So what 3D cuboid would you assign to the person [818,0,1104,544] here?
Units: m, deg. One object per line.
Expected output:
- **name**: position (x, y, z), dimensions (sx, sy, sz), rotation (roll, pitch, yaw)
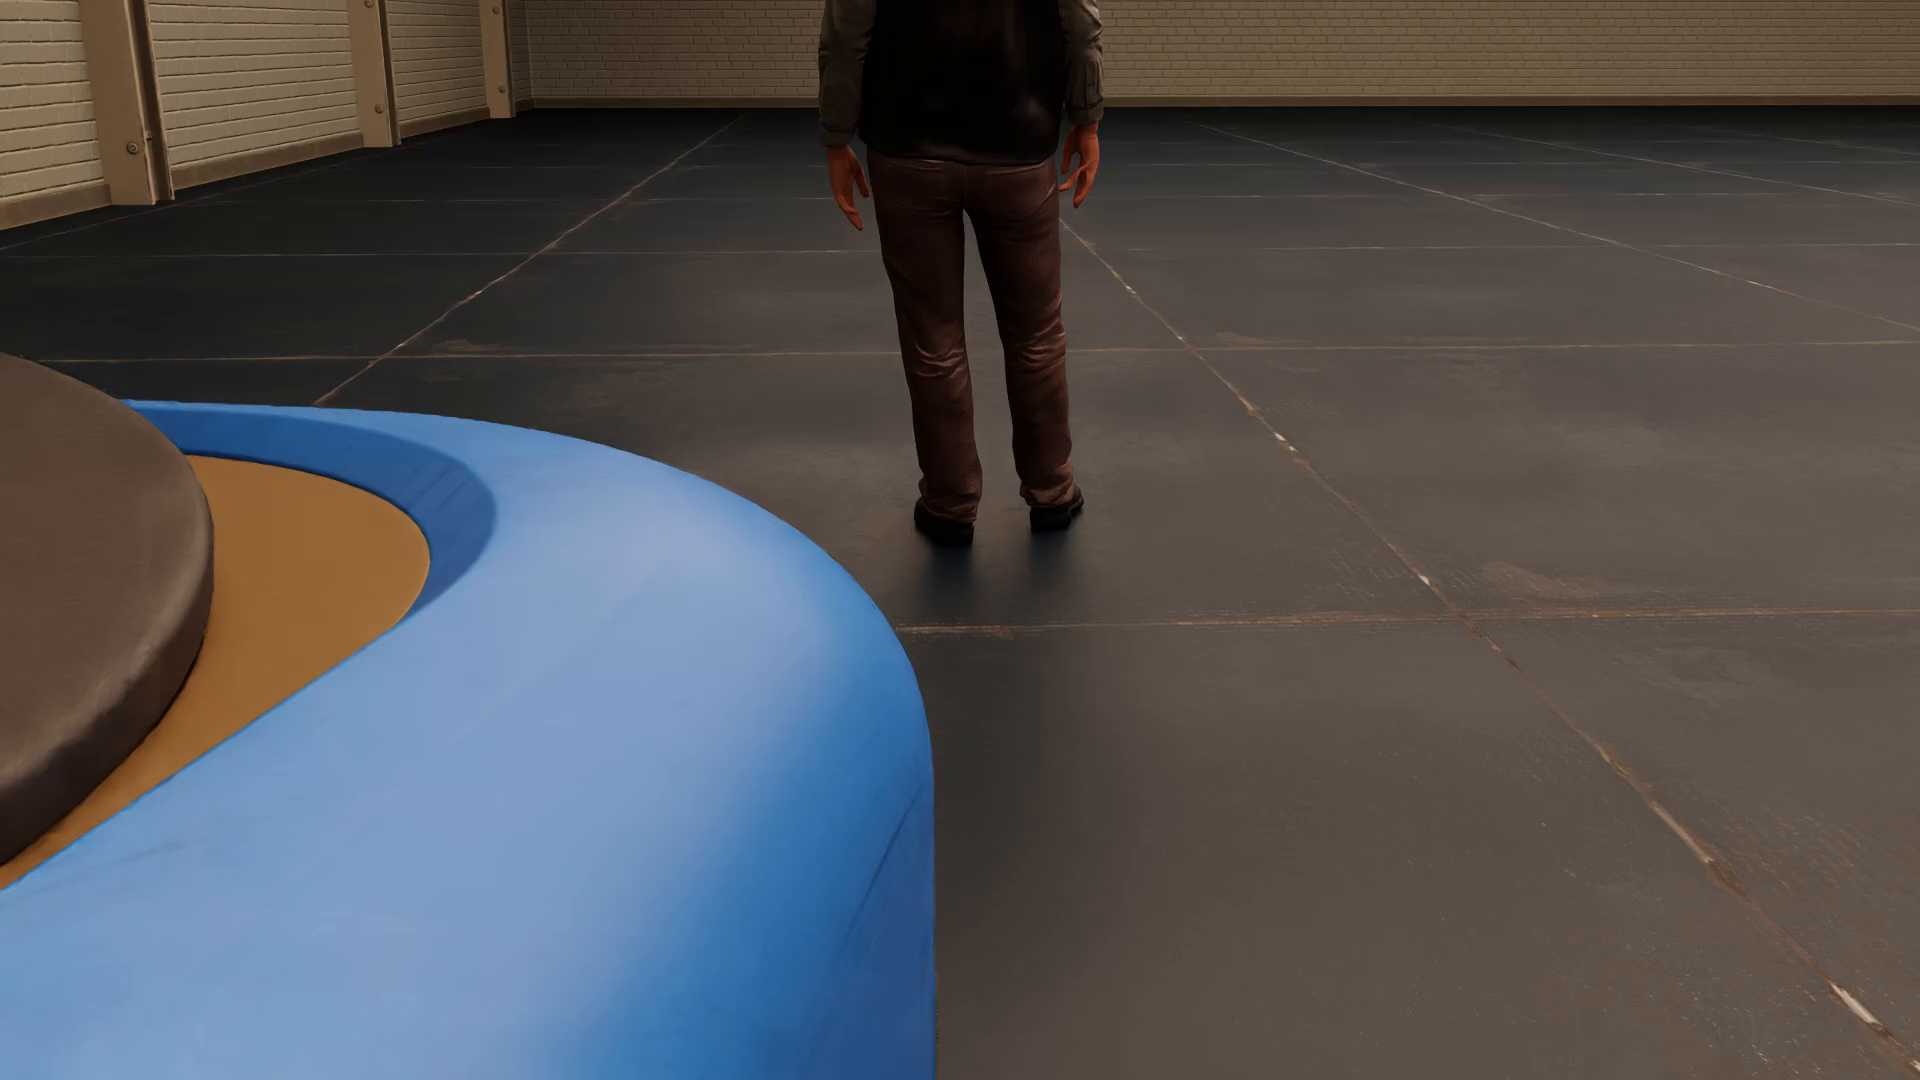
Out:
- **person**: position (0.005, -0.848, 3.724), dimensions (0.632, 1.720, 0.568), rotation (-1, 17, -3)
